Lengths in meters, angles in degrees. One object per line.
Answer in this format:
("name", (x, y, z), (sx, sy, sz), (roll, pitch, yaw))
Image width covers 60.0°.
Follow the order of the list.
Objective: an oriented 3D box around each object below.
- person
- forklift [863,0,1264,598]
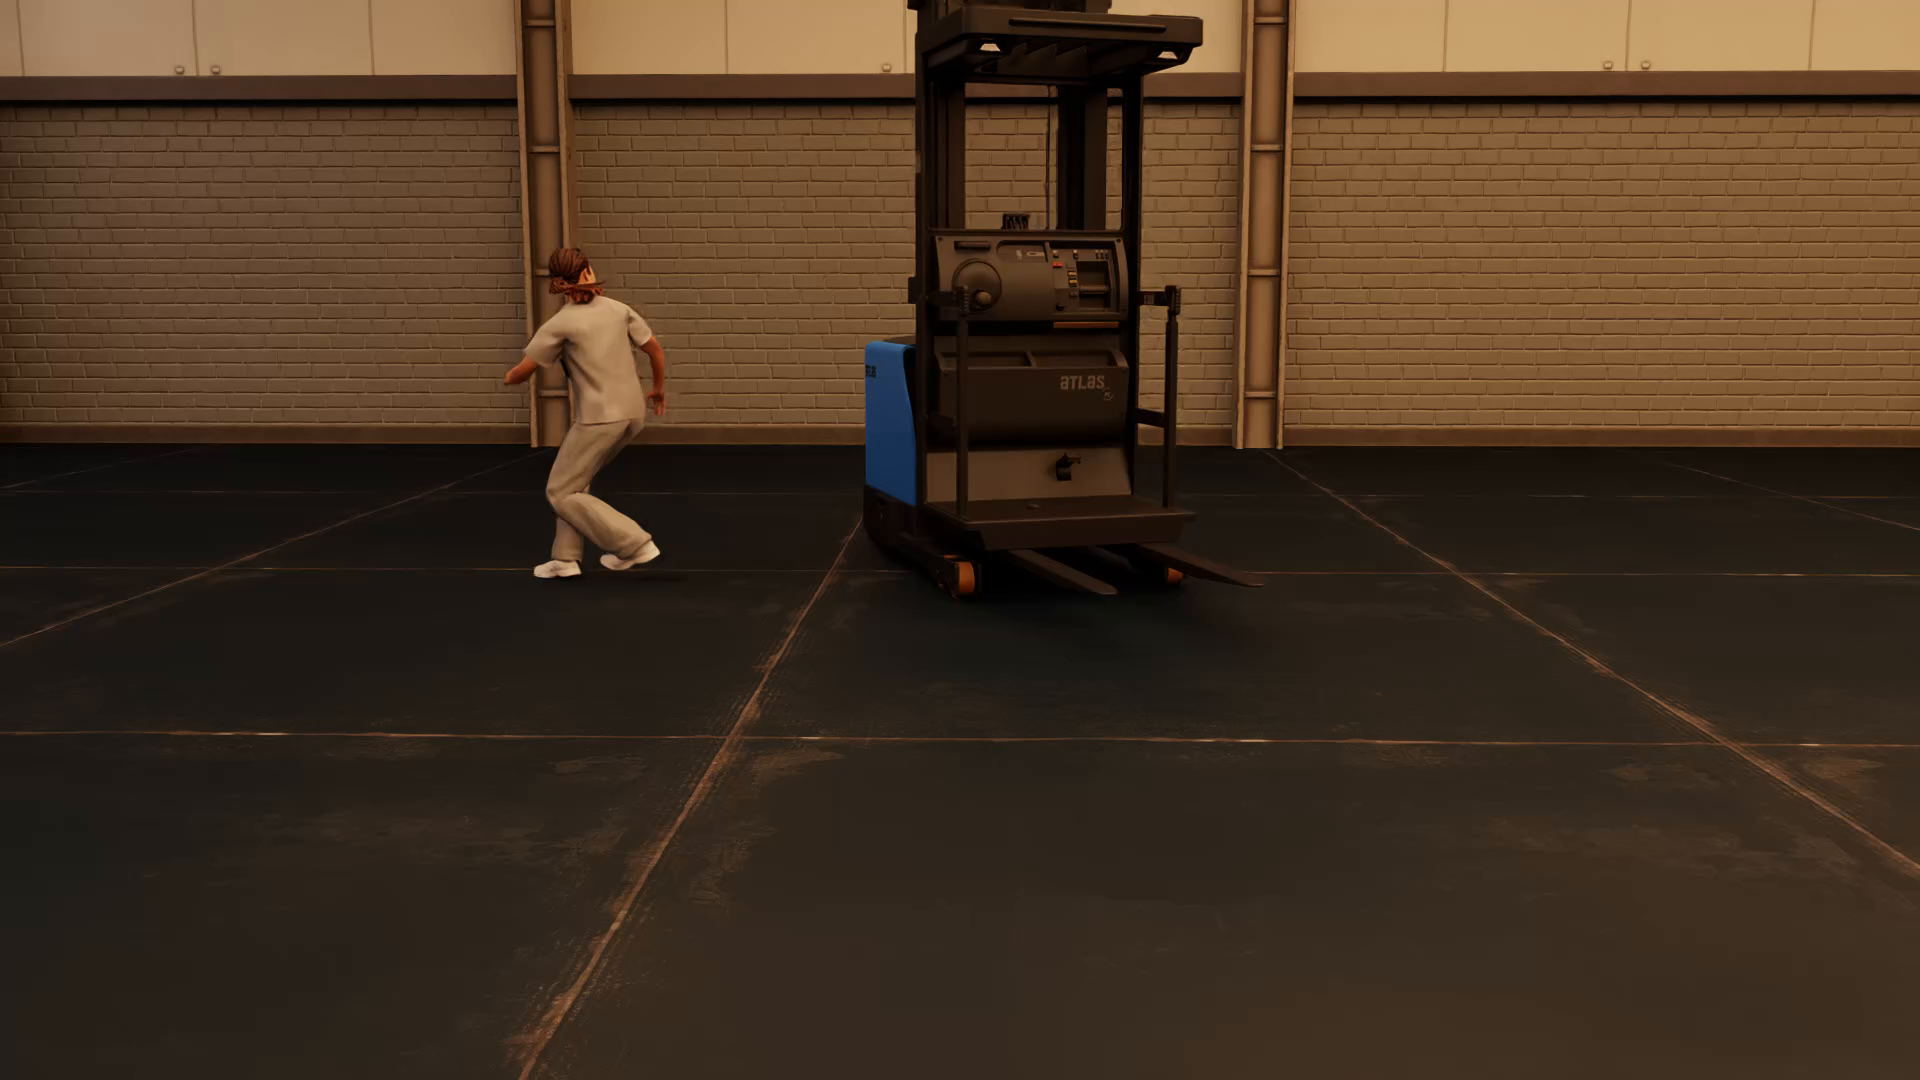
("person", (-1.717, -0.587, 7.792), (0.806, 1.542, 0.774), (5, 10, 32))
("forklift", (0.402, -1.260, 7.542), (1.130, 2.935, 3.031), (-3, 9, -17))
